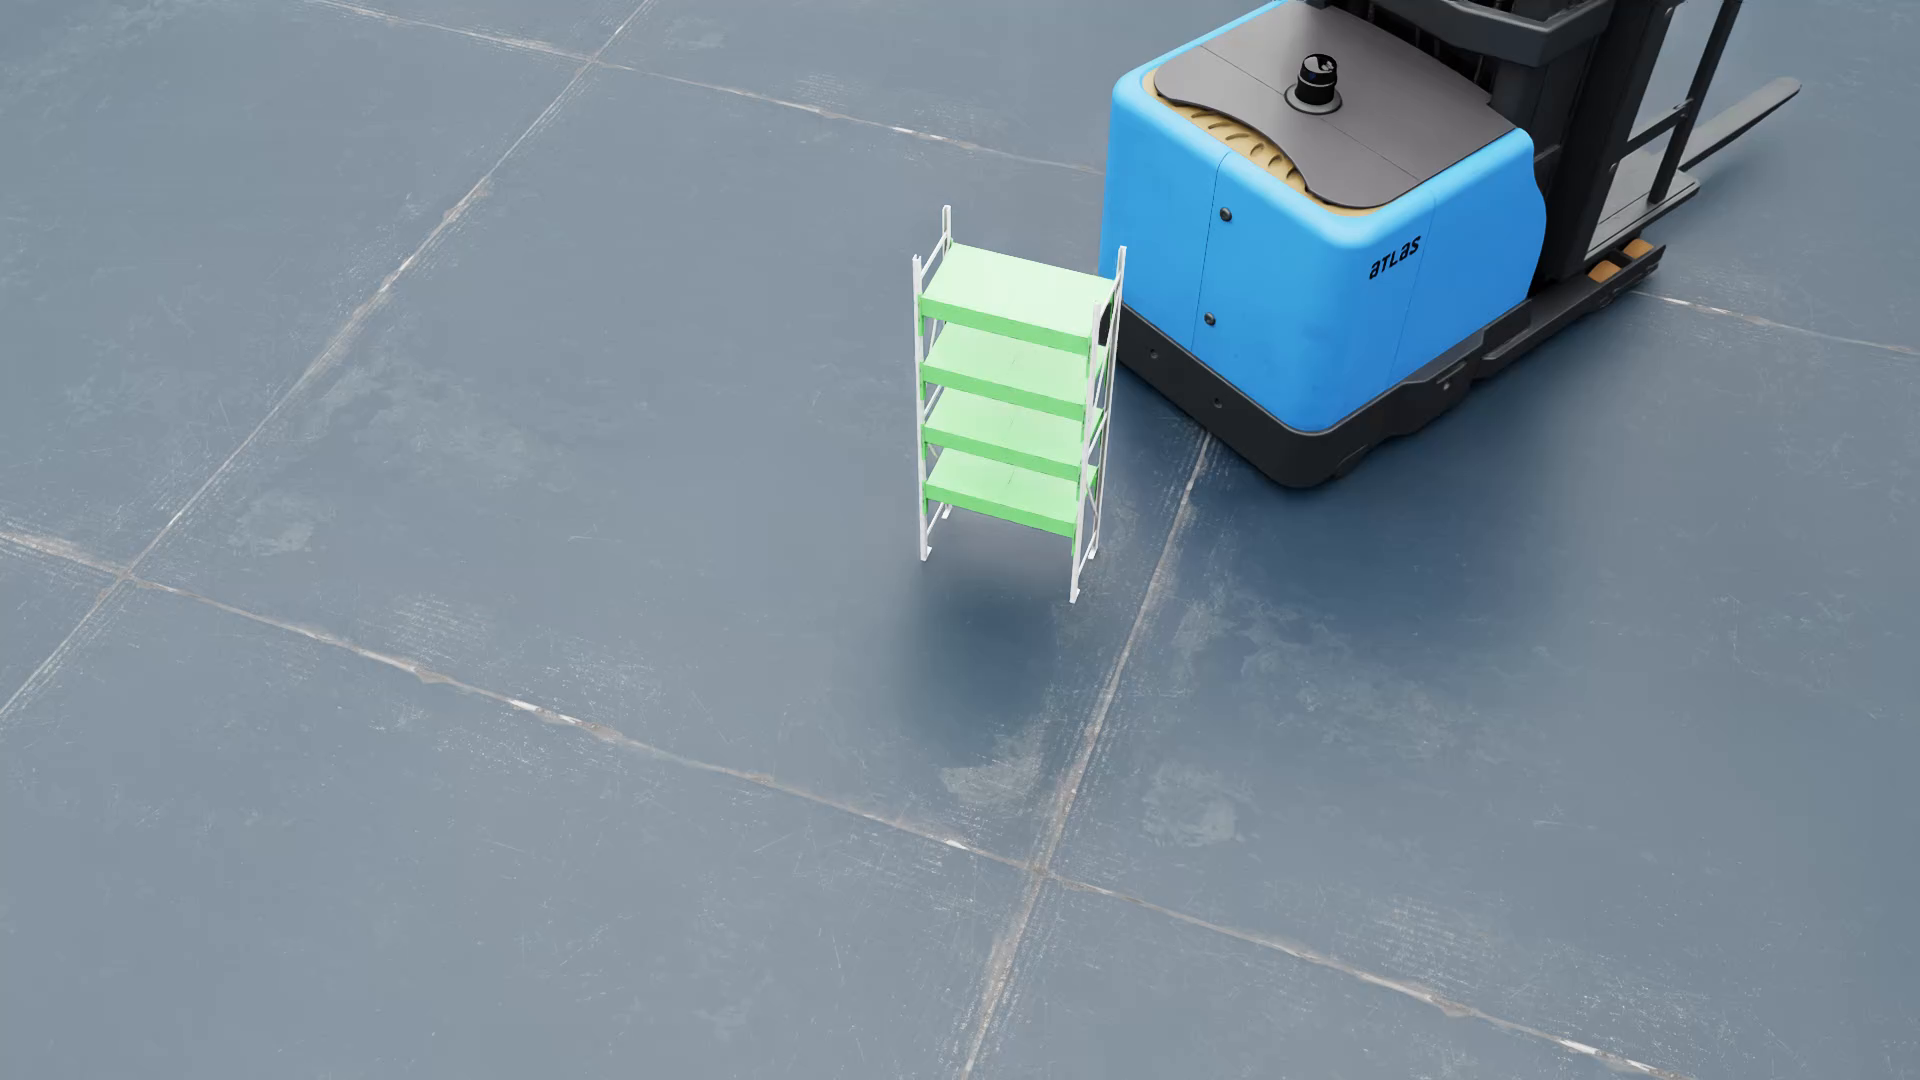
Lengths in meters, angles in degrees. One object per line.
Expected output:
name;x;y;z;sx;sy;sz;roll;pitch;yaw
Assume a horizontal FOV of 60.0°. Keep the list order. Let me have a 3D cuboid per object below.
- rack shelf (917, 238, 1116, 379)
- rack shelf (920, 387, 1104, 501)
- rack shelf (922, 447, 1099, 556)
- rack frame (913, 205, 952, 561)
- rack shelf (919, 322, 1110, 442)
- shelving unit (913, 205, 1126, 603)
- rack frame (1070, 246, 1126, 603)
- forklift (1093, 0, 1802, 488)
rack shelf;0.155;-0.622;4.445;0.480;0.148;0.258;16;51;13
rack shelf;0.155;-0.308;4.807;0.480;0.148;0.258;16;51;13
rack shelf;0.155;-0.151;4.989;0.480;0.148;0.258;16;51;13
rack frame;-0.074;-0.414;4.814;0.015;1.200;0.240;16;51;13
rack shelf;0.155;-0.465;4.626;0.480;0.148;0.258;16;51;13
shelving unit;0.155;-0.350;4.759;0.503;1.200;0.258;16;51;13
rack frame;0.384;-0.286;4.704;0.015;1.200;0.240;16;51;13
forklift;1.911;-2.074;5.108;3.031;2.935;1.130;-32;56;-24
